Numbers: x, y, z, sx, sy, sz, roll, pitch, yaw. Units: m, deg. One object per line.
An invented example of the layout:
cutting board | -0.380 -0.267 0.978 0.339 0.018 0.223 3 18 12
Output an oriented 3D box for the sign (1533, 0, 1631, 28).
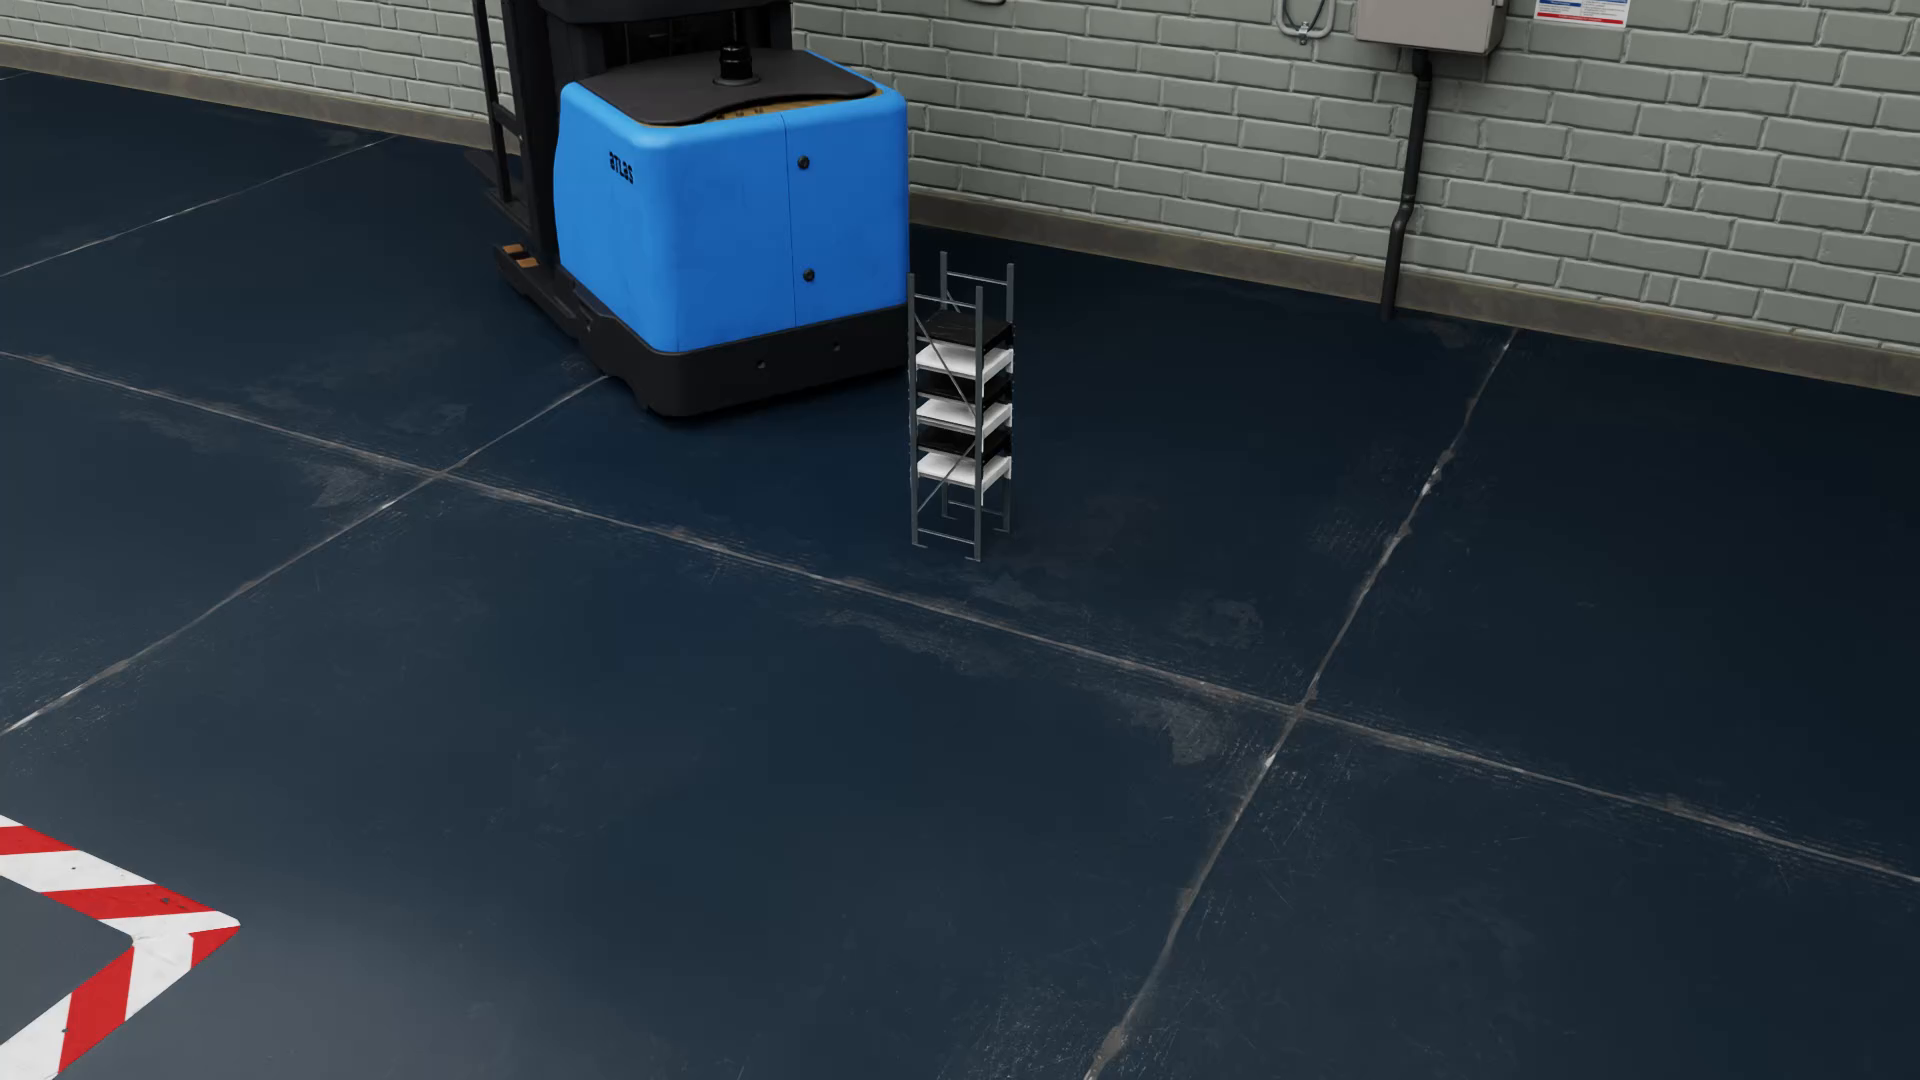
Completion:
sign | 2.294 -2.130 6.043 0.329 0.494 0.001 14 33 23

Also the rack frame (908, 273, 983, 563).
rack frame | -0.043 -0.349 4.954 0.240 0.900 0.006 14 33 23

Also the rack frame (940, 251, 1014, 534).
rack frame | 0.050 -0.439 5.111 0.240 0.900 0.006 14 33 23

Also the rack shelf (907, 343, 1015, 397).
rack shelf | 0.004 -0.521 4.959 0.258 0.077 0.200 14 33 23

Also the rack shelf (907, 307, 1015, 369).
rack shelf | 0.004 -0.599 4.914 0.258 0.077 0.200 14 33 23

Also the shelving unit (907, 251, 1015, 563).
shelving unit | 0.004 -0.394 5.032 0.258 0.900 0.210 14 33 23

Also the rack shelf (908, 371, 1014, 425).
rack shelf | 0.004 -0.443 5.004 0.258 0.077 0.200 14 33 23

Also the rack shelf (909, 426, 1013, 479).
rack shelf | 0.004 -0.287 5.094 0.258 0.077 0.200 14 33 23

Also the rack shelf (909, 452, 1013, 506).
rack shelf | 0.004 -0.209 5.138 0.258 0.077 0.200 14 33 23

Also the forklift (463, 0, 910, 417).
forklift | -1.354 -2.404 6.493 1.130 2.935 3.031 -17 34 -26

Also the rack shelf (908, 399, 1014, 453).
rack shelf | 0.004 -0.365 5.049 0.258 0.077 0.200 14 33 23

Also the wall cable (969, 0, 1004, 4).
wall cable | -0.043 -3.187 6.736 0.585 1.953 0.123 14 33 23

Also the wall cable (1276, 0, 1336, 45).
wall cable | 1.225 -2.857 6.192 0.588 1.984 0.122 14 33 23

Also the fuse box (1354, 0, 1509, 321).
fuse box | 1.760 -1.633 6.375 0.539 1.711 0.414 14 33 23
